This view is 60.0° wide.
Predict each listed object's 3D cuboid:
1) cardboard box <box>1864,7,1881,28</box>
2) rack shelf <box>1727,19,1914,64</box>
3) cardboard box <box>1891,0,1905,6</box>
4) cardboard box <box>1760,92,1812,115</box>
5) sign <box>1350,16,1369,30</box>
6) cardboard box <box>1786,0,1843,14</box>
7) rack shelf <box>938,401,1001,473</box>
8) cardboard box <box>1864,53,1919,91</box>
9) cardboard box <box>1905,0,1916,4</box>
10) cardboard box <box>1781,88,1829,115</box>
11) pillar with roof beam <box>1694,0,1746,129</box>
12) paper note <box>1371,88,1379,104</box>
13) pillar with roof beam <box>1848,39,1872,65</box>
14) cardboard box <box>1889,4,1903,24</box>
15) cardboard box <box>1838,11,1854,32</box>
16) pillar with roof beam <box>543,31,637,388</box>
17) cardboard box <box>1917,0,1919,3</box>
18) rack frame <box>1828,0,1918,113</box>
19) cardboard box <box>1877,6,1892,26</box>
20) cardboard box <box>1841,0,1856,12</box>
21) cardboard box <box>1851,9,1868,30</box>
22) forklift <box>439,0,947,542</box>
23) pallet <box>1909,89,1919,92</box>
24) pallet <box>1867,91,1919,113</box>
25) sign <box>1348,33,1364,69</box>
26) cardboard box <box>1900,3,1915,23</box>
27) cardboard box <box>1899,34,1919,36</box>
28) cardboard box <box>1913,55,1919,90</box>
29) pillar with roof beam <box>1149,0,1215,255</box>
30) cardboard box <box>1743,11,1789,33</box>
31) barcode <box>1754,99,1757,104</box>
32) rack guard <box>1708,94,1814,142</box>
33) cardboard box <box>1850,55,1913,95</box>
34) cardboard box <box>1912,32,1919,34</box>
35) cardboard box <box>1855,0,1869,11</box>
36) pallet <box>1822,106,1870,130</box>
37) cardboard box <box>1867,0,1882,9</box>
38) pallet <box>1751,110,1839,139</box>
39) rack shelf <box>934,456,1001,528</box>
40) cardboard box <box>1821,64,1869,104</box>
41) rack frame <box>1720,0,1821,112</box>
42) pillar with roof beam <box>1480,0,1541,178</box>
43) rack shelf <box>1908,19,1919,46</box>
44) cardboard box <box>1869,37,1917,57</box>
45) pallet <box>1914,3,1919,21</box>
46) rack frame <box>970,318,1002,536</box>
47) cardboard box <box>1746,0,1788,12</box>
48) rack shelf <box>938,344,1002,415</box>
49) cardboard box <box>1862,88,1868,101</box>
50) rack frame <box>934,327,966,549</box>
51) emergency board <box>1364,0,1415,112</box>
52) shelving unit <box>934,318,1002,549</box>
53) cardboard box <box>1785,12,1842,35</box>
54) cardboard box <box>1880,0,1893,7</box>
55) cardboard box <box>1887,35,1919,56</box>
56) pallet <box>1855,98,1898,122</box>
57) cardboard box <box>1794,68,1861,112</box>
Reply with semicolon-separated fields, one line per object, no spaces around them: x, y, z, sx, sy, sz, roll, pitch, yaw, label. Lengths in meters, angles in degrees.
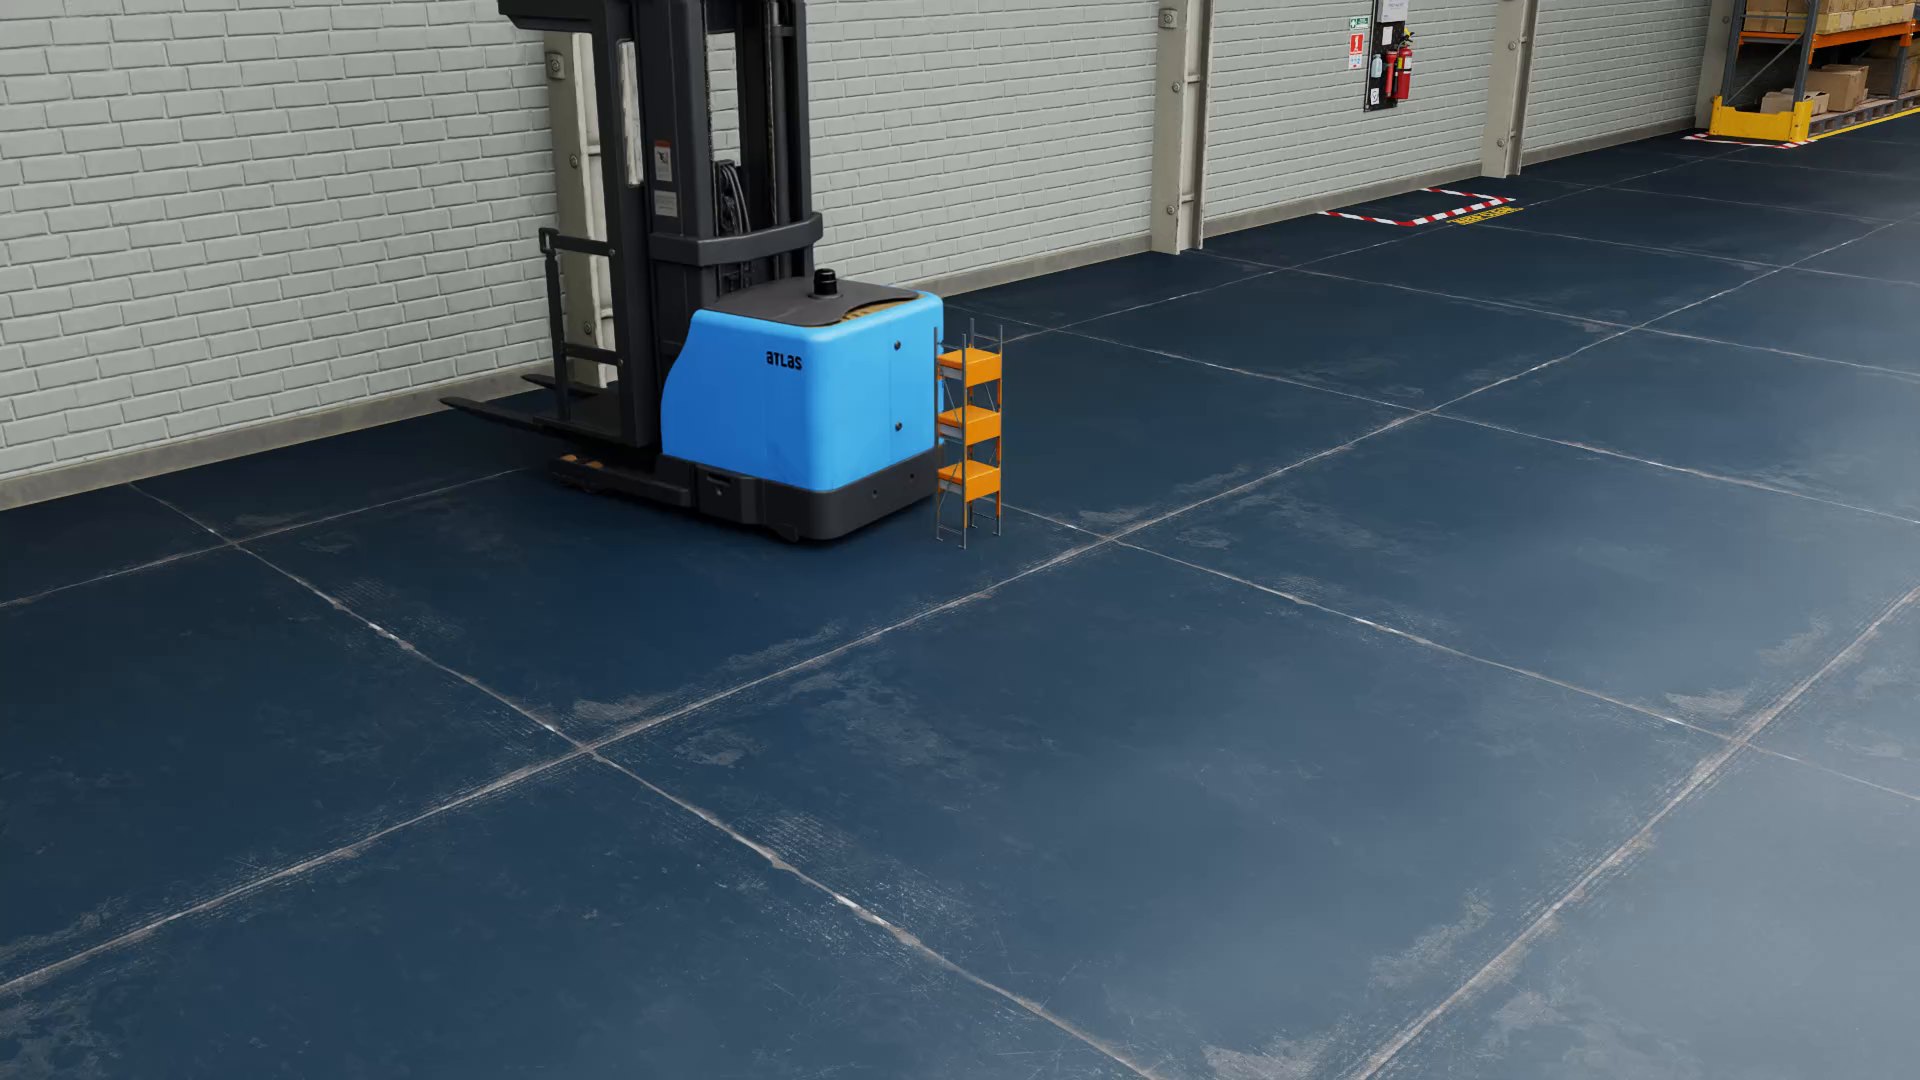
12.058;-7.062;22.449;0.500;0.250;0.500;20;28;41;cardboard box
11.819;-6.860;22.743;1.077;0.370;4.000;19;28;41;rack shelf
12.762;-7.670;22.985;0.500;0.500;0.500;19;28;40;cardboard box
10.971;-5.787;22.084;0.500;0.311;0.500;15;26;35;cardboard box
3.906;-5.056;16.261;0.001;0.109;0.331;19;28;41;sign
10.972;-7.018;21.289;0.500;0.500;0.500;19;28;41;cardboard box
0.037;-0.494;7.926;0.215;0.259;0.240;19;28;41;rack shelf
14.041;-7.087;25.203;0.700;0.500;0.500;19;28;40;cardboard box
13.106;-7.800;23.323;0.500;0.500;0.500;19;28;41;cardboard box
11.369;-5.933;22.465;0.500;0.311;0.500;-17;27;-38;cardboard box
13.377;-8.801;18.428;9.100;9.000;0.400;19;28;41;pillar with roof beam
4.183;-4.470;16.752;0.016;0.148;0.142;19;28;41;paper note
17.563;-10.343;22.441;9.100;9.000;0.400;19;28;41;pillar with roof beam
12.748;-7.325;23.133;0.500;0.250;0.500;19;28;41;cardboard box
11.344;-6.804;21.776;0.500;0.250;0.500;18;28;39;cardboard box
0.820;-4.174;6.390;9.100;9.000;0.400;19;28;41;pillar with roof beam
13.594;-8.084;24.173;0.700;0.500;0.500;19;28;41;cardboard box
13.214;-7.710;23.952;1.000;3.000;0.127;19;28;41;rack frame
12.408;-7.192;22.787;0.500;0.250;0.500;19;28;40;cardboard box
11.324;-7.143;21.613;0.500;0.500;0.500;19;28;41;cardboard box
11.704;-6.933;22.113;0.500;0.250;0.500;19;28;40;cardboard box
-1.566;-1.752;8.548;3.031;2.935;1.130;14;25;32;forklift
14.608;-6.924;25.793;1.003;0.211;1.213;19;28;41;pallet
13.757;-6.608;24.974;1.003;0.211;1.213;19;28;41;pallet
3.896;-4.810;16.358;0.001;0.329;0.234;19;28;41;sign
13.101;-7.451;23.461;0.500;0.250;0.500;19;28;41;cardboard box
14.742;-7.664;25.659;0.500;0.250;0.500;19;28;40;cardboard box
14.425;-7.208;25.517;0.700;0.500;0.500;20;28;41;cardboard box
5.006;-5.716;10.403;9.100;9.000;0.400;19;28;41;pillar with roof beam
10.611;-6.789;21.739;0.500;0.250;0.500;-20;28;-41;cardboard box
10.697;-5.896;22.355;0.001;0.075;0.075;19;28;41;barcode
10.477;-5.534;21.776;1.175;0.500;0.348;19;28;41;rack guard
13.716;-6.941;24.824;0.500;0.500;0.700;-19;28;-40;cardboard box
15.097;-7.797;26.006;0.500;0.250;0.500;-20;28;-41;cardboard box
11.689;-7.274;21.954;0.500;0.500;0.500;18;27;39;cardboard box
11.920;-5.911;23.160;1.003;0.211;1.213;19;28;41;pallet
12.041;-7.410;22.307;0.500;0.500;0.500;-19;28;-40;cardboard box
11.069;-5.599;22.348;1.003;0.211;1.213;19;28;41;pallet
0.037;-0.234;8.025;0.215;0.259;0.240;19;28;41;rack shelf
12.519;-6.471;23.601;0.500;0.500;0.500;17;27;37;cardboard box
10.424;-6.681;21.277;1.000;3.000;0.127;19;28;41;rack frame
9.191;-7.258;14.416;9.100;9.000;0.400;19;28;41;pillar with roof beam
14.610;-7.888;25.418;1.077;0.370;4.000;19;28;41;rack shelf
14.021;-7.406;24.986;0.500;0.250;0.500;19;28;40;cardboard box
13.852;-7.780;24.402;1.003;0.211;1.213;19;28;41;pallet
0.122;-0.535;8.004;0.200;1.050;0.008;19;28;41;rack frame
10.601;-7.145;21.619;0.500;0.500;0.500;19;28;40;cardboard box
0.037;-0.759;7.824;0.215;0.259;0.240;19;28;41;rack shelf
12.863;-6.447;24.004;0.380;0.166;0.250;15;26;34;cardboard box
-0.048;-0.472;7.840;0.200;1.050;0.008;19;28;41;rack frame
4.356;-4.910;16.667;0.194;1.169;0.643;19;28;41;emergency board
0.037;-0.504;7.922;0.215;1.050;0.252;19;28;41;shelving unit
10.992;-6.667;21.419;0.500;0.250;0.500;18;28;39;cardboard box
12.403;-7.543;22.656;0.500;0.500;0.500;18;28;39;cardboard box
14.381;-7.540;25.337;0.500;0.250;0.500;18;28;39;cardboard box
12.771;-6.226;23.980;1.003;0.211;1.213;19;28;41;pallet
11.916;-6.198;22.890;0.700;0.500;0.500;17;27;37;cardboard box
